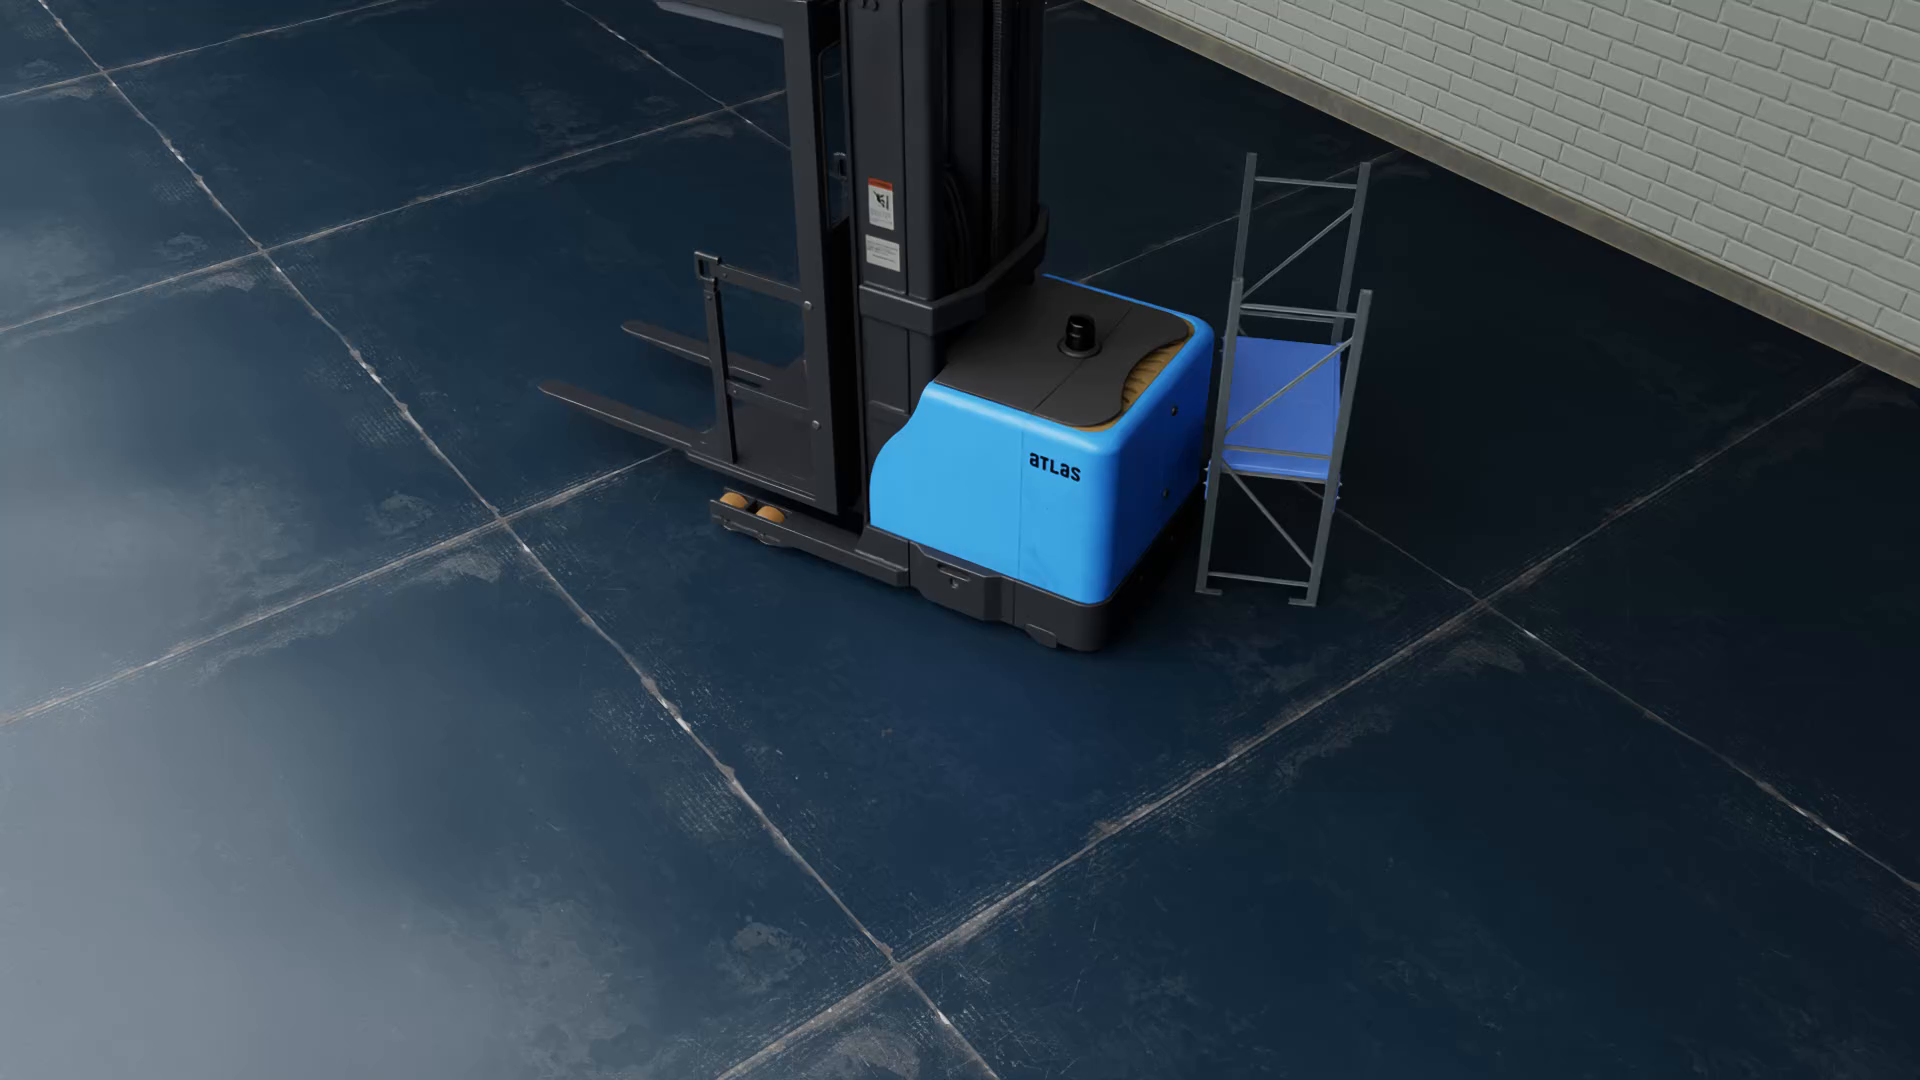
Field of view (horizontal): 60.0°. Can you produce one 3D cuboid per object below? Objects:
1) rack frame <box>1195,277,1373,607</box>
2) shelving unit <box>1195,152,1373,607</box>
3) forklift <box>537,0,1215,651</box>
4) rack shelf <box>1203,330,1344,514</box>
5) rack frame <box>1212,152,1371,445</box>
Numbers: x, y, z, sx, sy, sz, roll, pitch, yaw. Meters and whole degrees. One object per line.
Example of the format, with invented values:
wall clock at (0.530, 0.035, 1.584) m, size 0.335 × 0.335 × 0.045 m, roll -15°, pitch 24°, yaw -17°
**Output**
rack frame at (1.235, -0.338, 6.480) m, size 0.500 × 1.500 × 0.032 m, roll 7°, pitch 40°, yaw 8°
shelving unit at (1.328, -0.655, 6.866) m, size 0.538 × 1.500 × 1.048 m, roll 7°, pitch 40°, yaw 8°
forklift at (-0.503, -1.380, 6.622) m, size 3.031 × 2.935 × 1.130 m, roll 20°, pitch 43°, yaw 23°
rack shelf at (1.328, -0.516, 6.980) m, size 0.538 × 0.185 × 1.000 m, roll 7°, pitch 40°, yaw 8°
rack frame at (1.421, -0.972, 7.253) m, size 0.500 × 1.500 × 0.032 m, roll 7°, pitch 40°, yaw 8°
